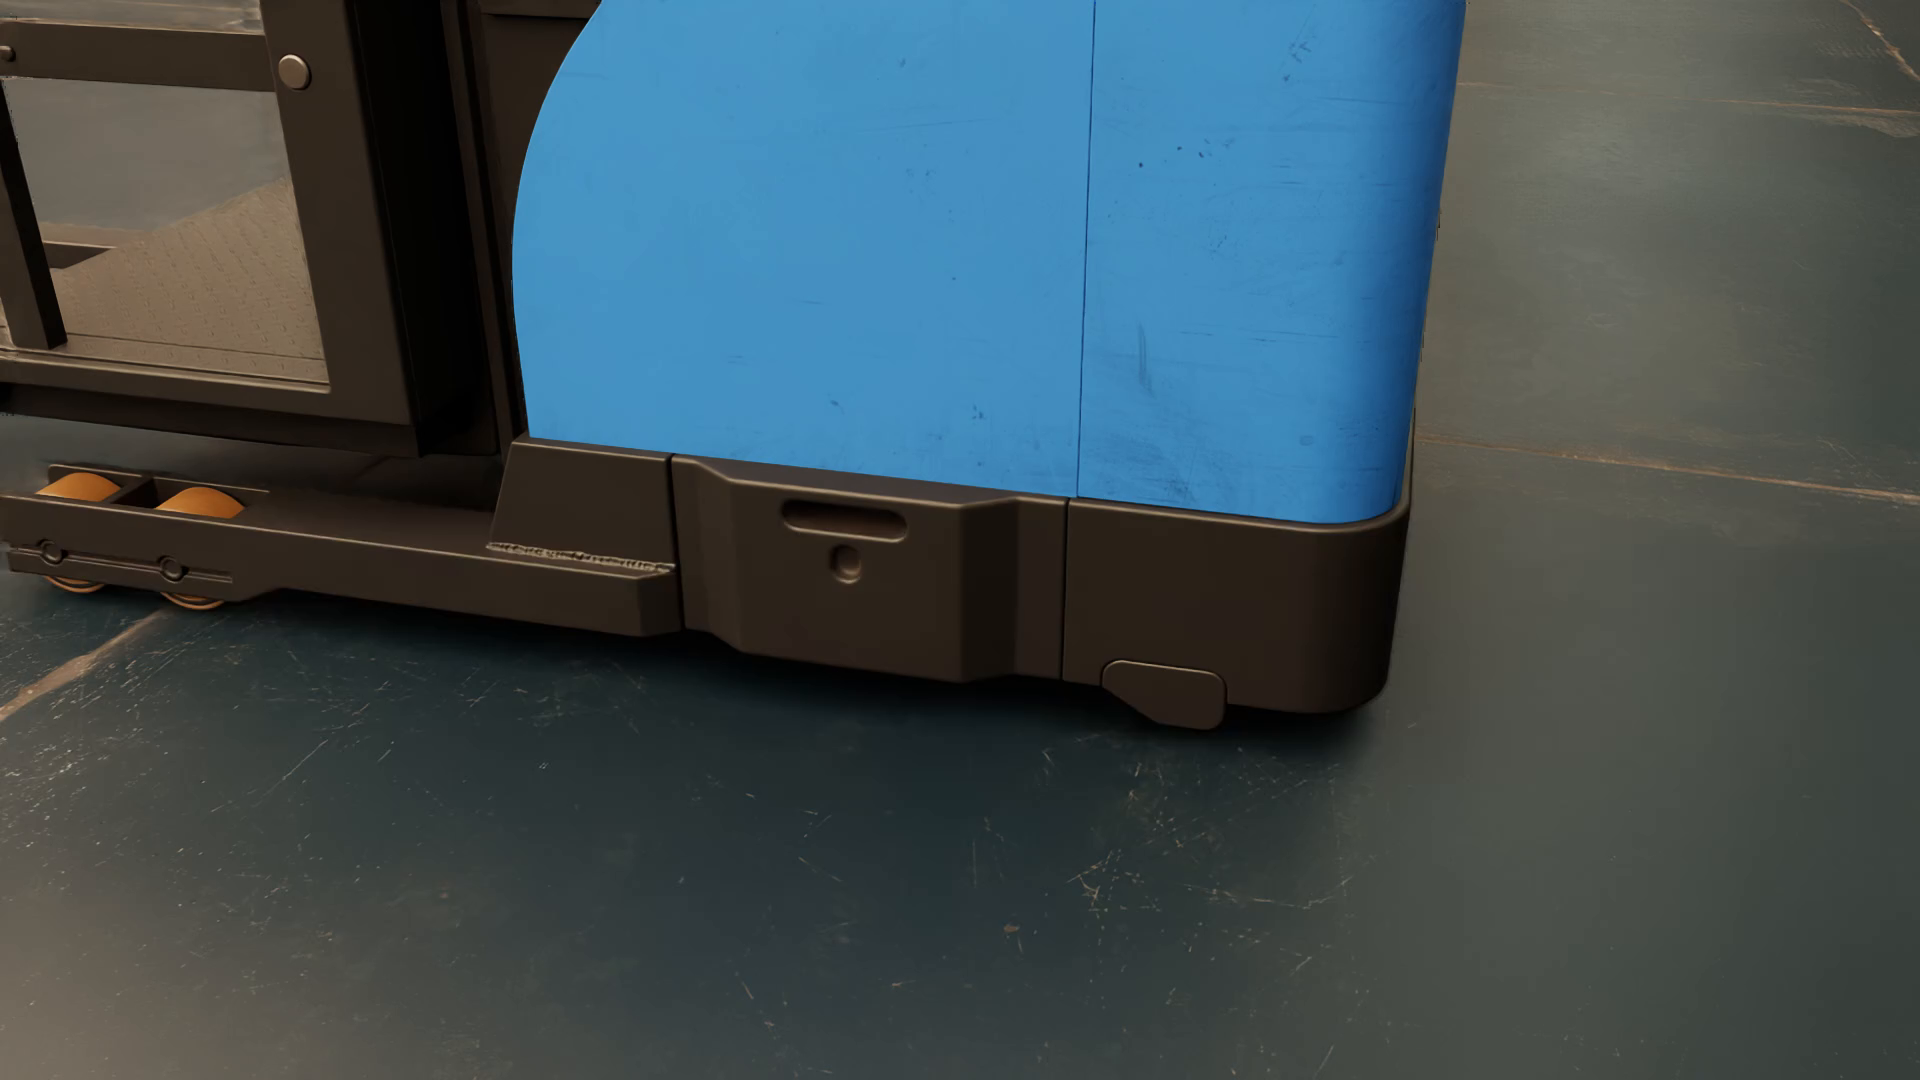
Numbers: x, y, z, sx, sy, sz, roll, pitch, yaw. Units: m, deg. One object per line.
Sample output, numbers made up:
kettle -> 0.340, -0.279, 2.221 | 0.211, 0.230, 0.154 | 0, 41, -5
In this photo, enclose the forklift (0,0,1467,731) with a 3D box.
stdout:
forklift -> -0.843, -1.432, 2.081 | 3.031, 2.935, 1.130 | 7, 28, 13
